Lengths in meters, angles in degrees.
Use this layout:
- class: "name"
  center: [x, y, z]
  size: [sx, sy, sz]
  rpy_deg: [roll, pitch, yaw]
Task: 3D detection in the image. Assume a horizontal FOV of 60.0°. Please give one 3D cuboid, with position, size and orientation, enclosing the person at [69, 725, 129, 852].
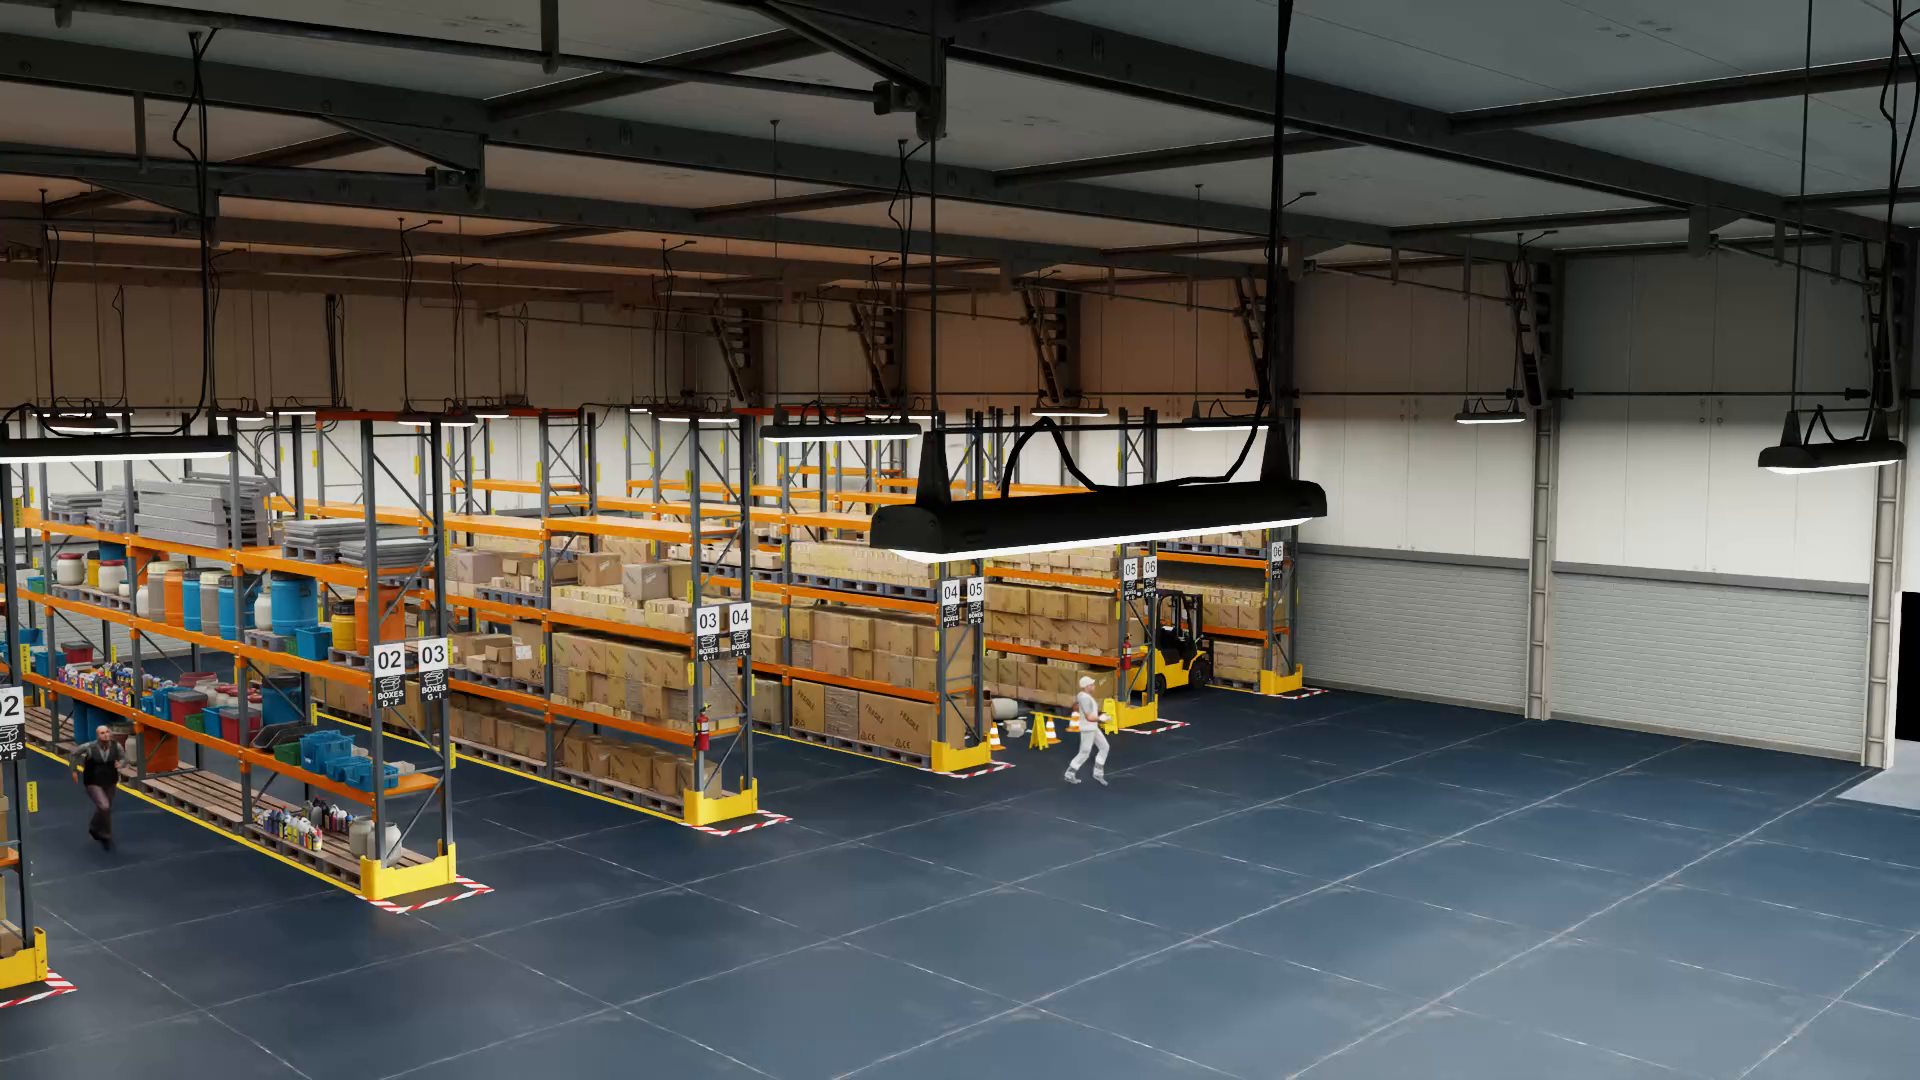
- class: "person"
  center: [-11.956, 3.434, 23.138]
  size: [0.850, 1.761, 0.679]
  rpy_deg: [5, 7, 42]

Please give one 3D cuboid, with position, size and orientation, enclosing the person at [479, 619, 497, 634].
- class: "person"
  center: [-11.725, 1.912, 41.032]
  size: [0.600, 1.620, 0.661]
  rpy_deg: [5, 7, 44]

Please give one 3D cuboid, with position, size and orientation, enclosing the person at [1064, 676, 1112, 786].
- class: "person"
  center: [2.064, 3.082, 26.802]
  size: [0.765, 1.802, 0.666]
  rpy_deg: [1, 5, 8]
